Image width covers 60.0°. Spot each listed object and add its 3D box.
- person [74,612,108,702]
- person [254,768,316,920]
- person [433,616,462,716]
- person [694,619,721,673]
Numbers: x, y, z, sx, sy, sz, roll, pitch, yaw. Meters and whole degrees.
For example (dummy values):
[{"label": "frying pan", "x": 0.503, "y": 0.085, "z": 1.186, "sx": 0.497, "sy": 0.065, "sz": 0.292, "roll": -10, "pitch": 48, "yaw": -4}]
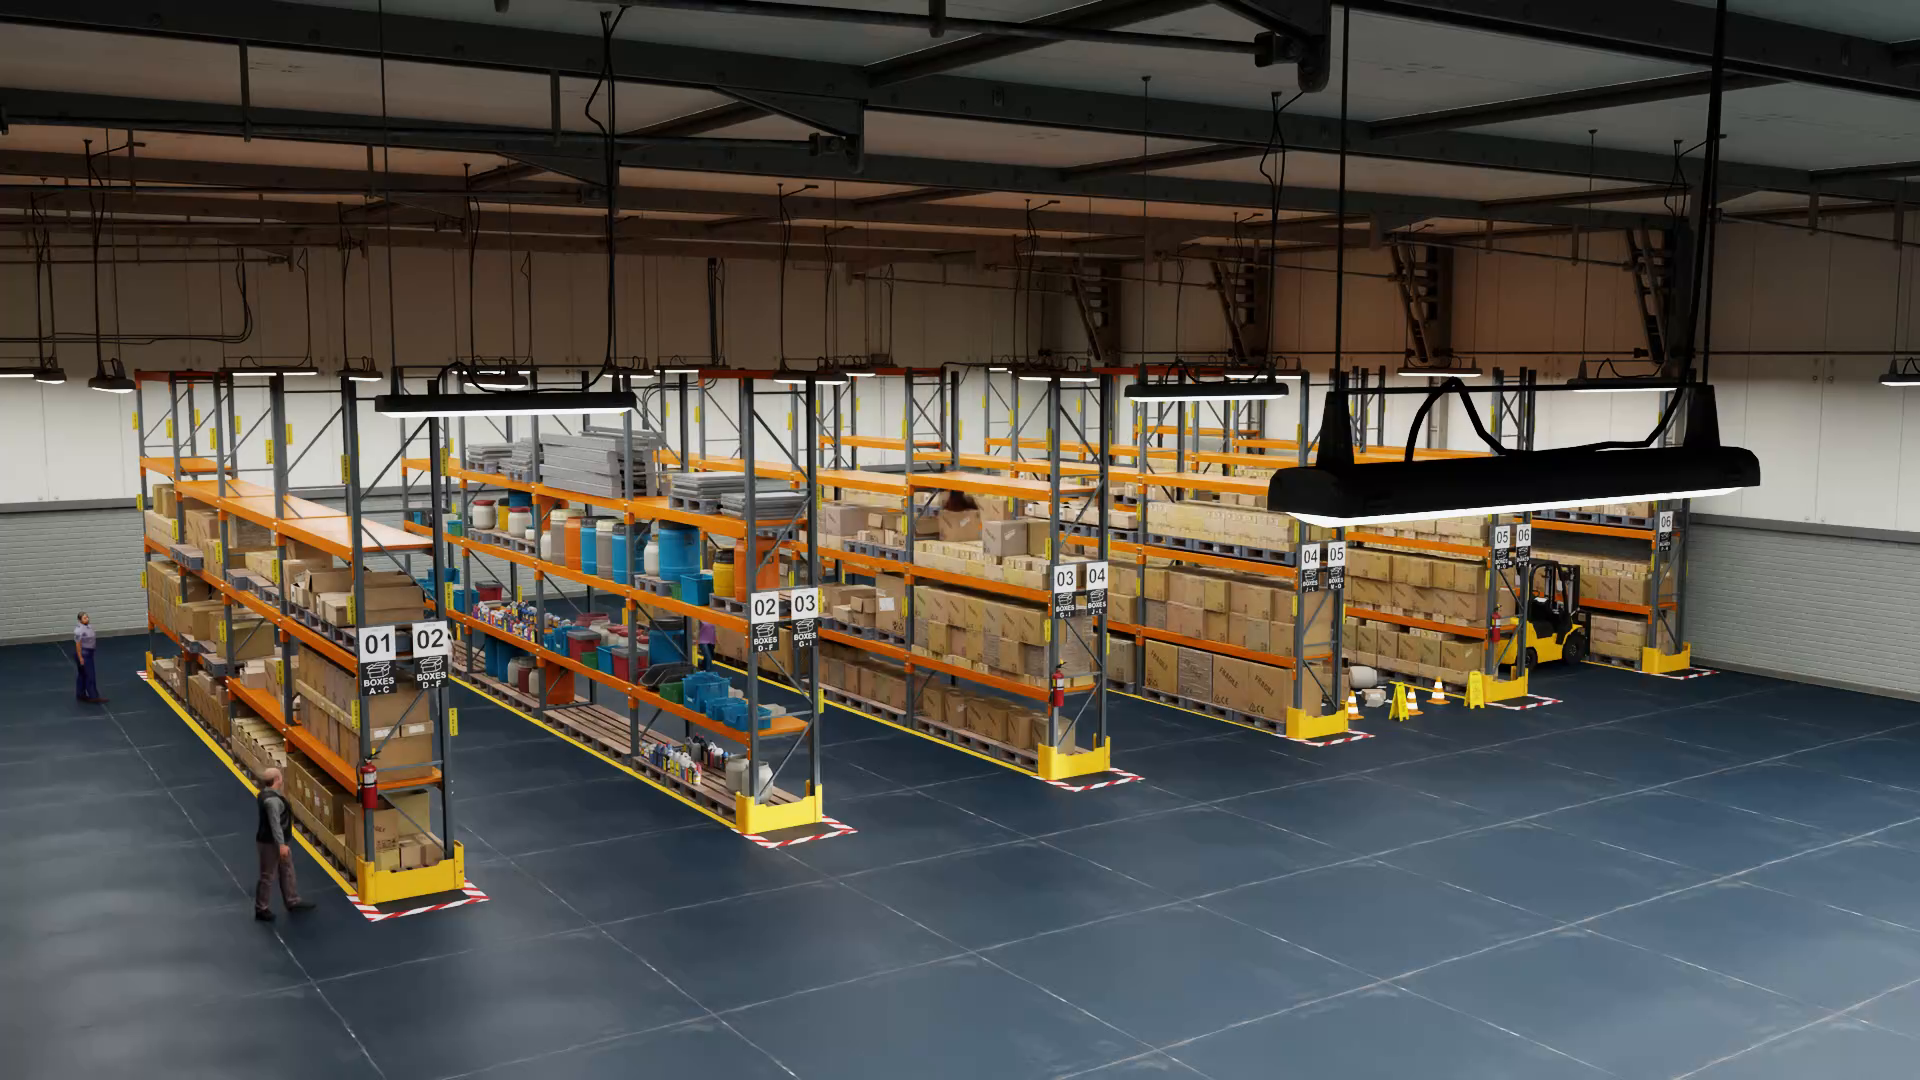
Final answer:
[{"label": "person", "x": -15.796, "y": 2.112, "z": 30.202, "sx": 0.529, "sy": 1.647, "sz": 0.517, "roll": -3, "pitch": 7, "yaw": -22}, {"label": "person", "x": -7.618, "y": 3.389, "z": 18.626, "sx": 0.624, "sy": 1.715, "sz": 0.573, "roll": -1, "pitch": 7, "yaw": -10}, {"label": "person", "x": -9.176, "y": 2.188, "z": 29.306, "sx": 0.657, "sy": 1.791, "sz": 0.947, "roll": -4, "pitch": 8, "yaw": -33}, {"label": "person", "x": -4.870, "y": 1.967, "z": 31.871, "sx": 0.449, "sy": 1.543, "sz": 0.939, "roll": -5, "pitch": 8, "yaw": -36}]
